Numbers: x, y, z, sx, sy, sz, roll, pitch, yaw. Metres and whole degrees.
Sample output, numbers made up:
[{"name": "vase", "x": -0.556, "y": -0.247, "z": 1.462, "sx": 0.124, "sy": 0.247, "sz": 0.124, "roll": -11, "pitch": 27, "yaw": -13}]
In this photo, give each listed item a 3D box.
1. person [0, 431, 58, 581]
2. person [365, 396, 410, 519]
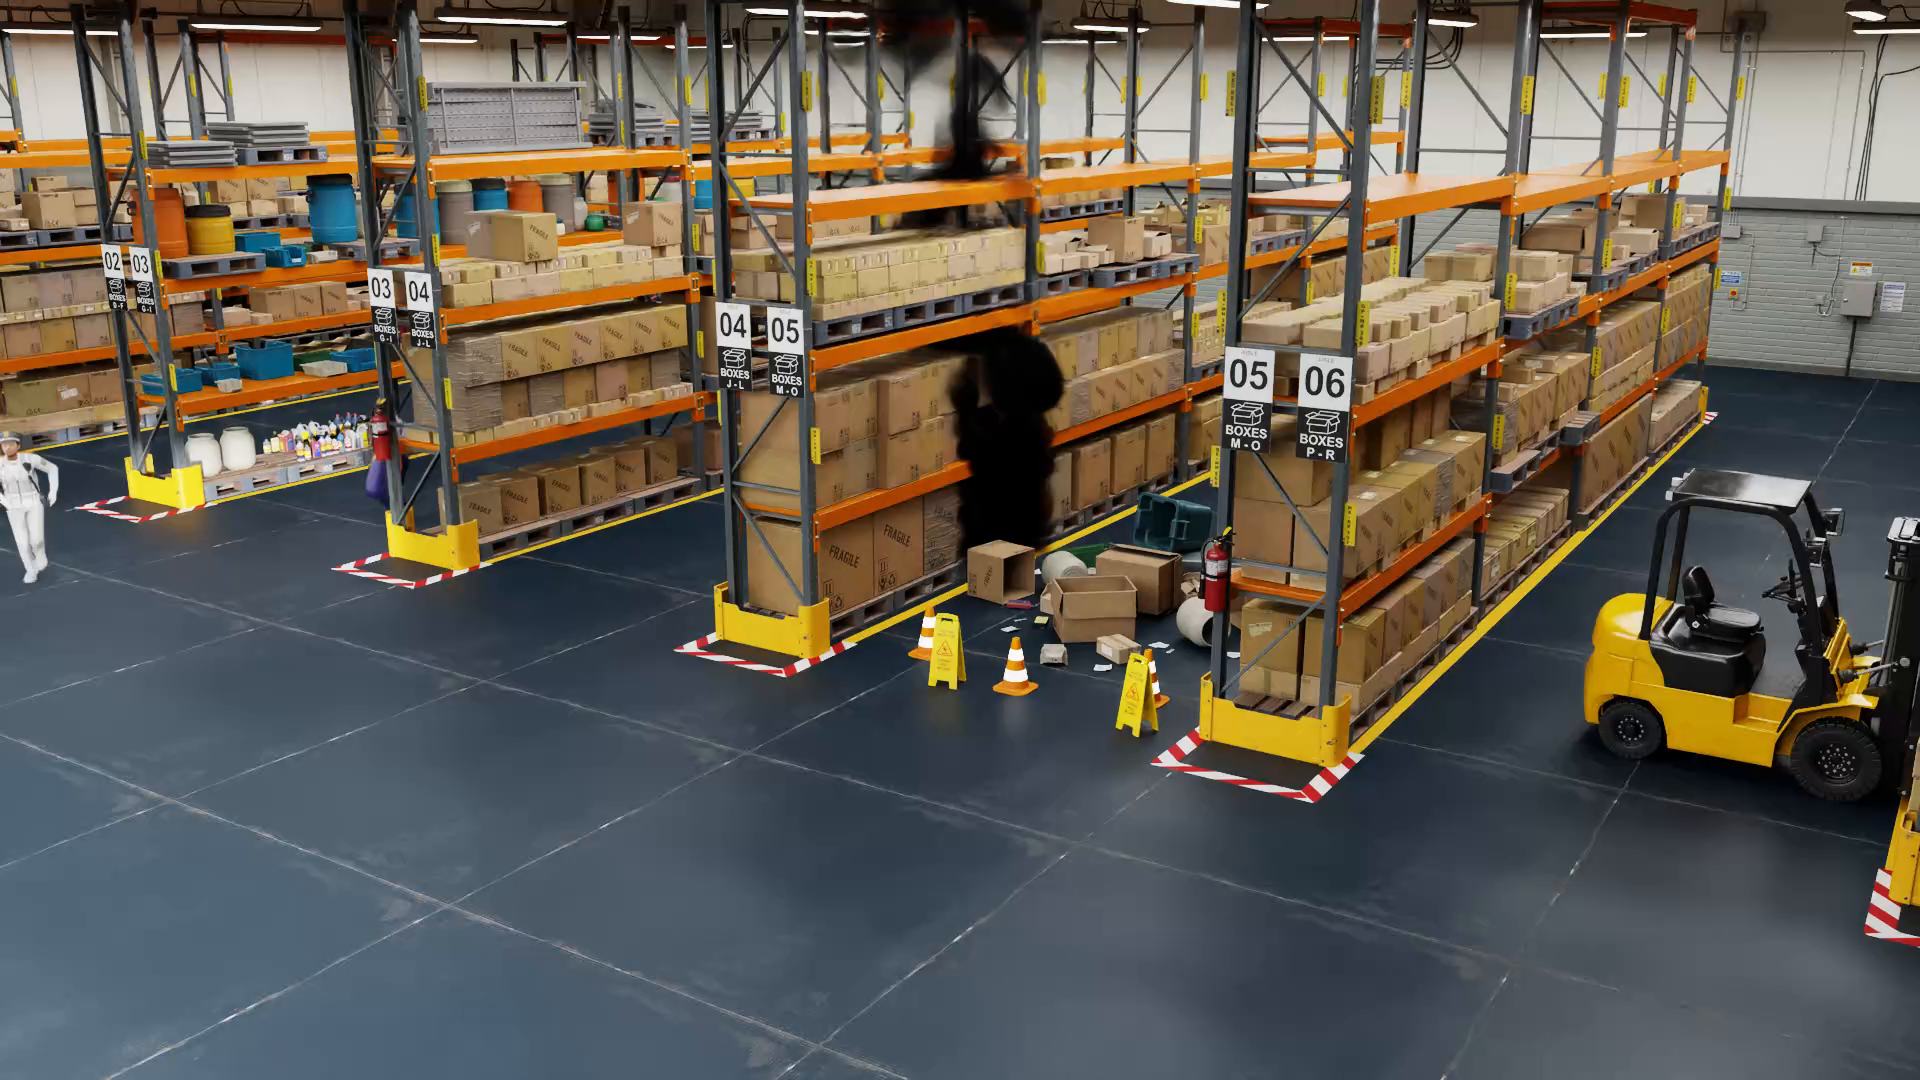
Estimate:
[{"name": "person", "x": -9.764, "y": -0.345, "z": 17.379, "sx": 0.639, "sy": 1.654, "sz": 0.670, "roll": -6, "pitch": 17, "yaw": -20}, {"name": "person", "x": -6.741, "y": -0.908, "z": 19.537, "sx": 0.591, "sy": 1.615, "sz": 0.540, "roll": 9, "pitch": 18, "yaw": 29}]
